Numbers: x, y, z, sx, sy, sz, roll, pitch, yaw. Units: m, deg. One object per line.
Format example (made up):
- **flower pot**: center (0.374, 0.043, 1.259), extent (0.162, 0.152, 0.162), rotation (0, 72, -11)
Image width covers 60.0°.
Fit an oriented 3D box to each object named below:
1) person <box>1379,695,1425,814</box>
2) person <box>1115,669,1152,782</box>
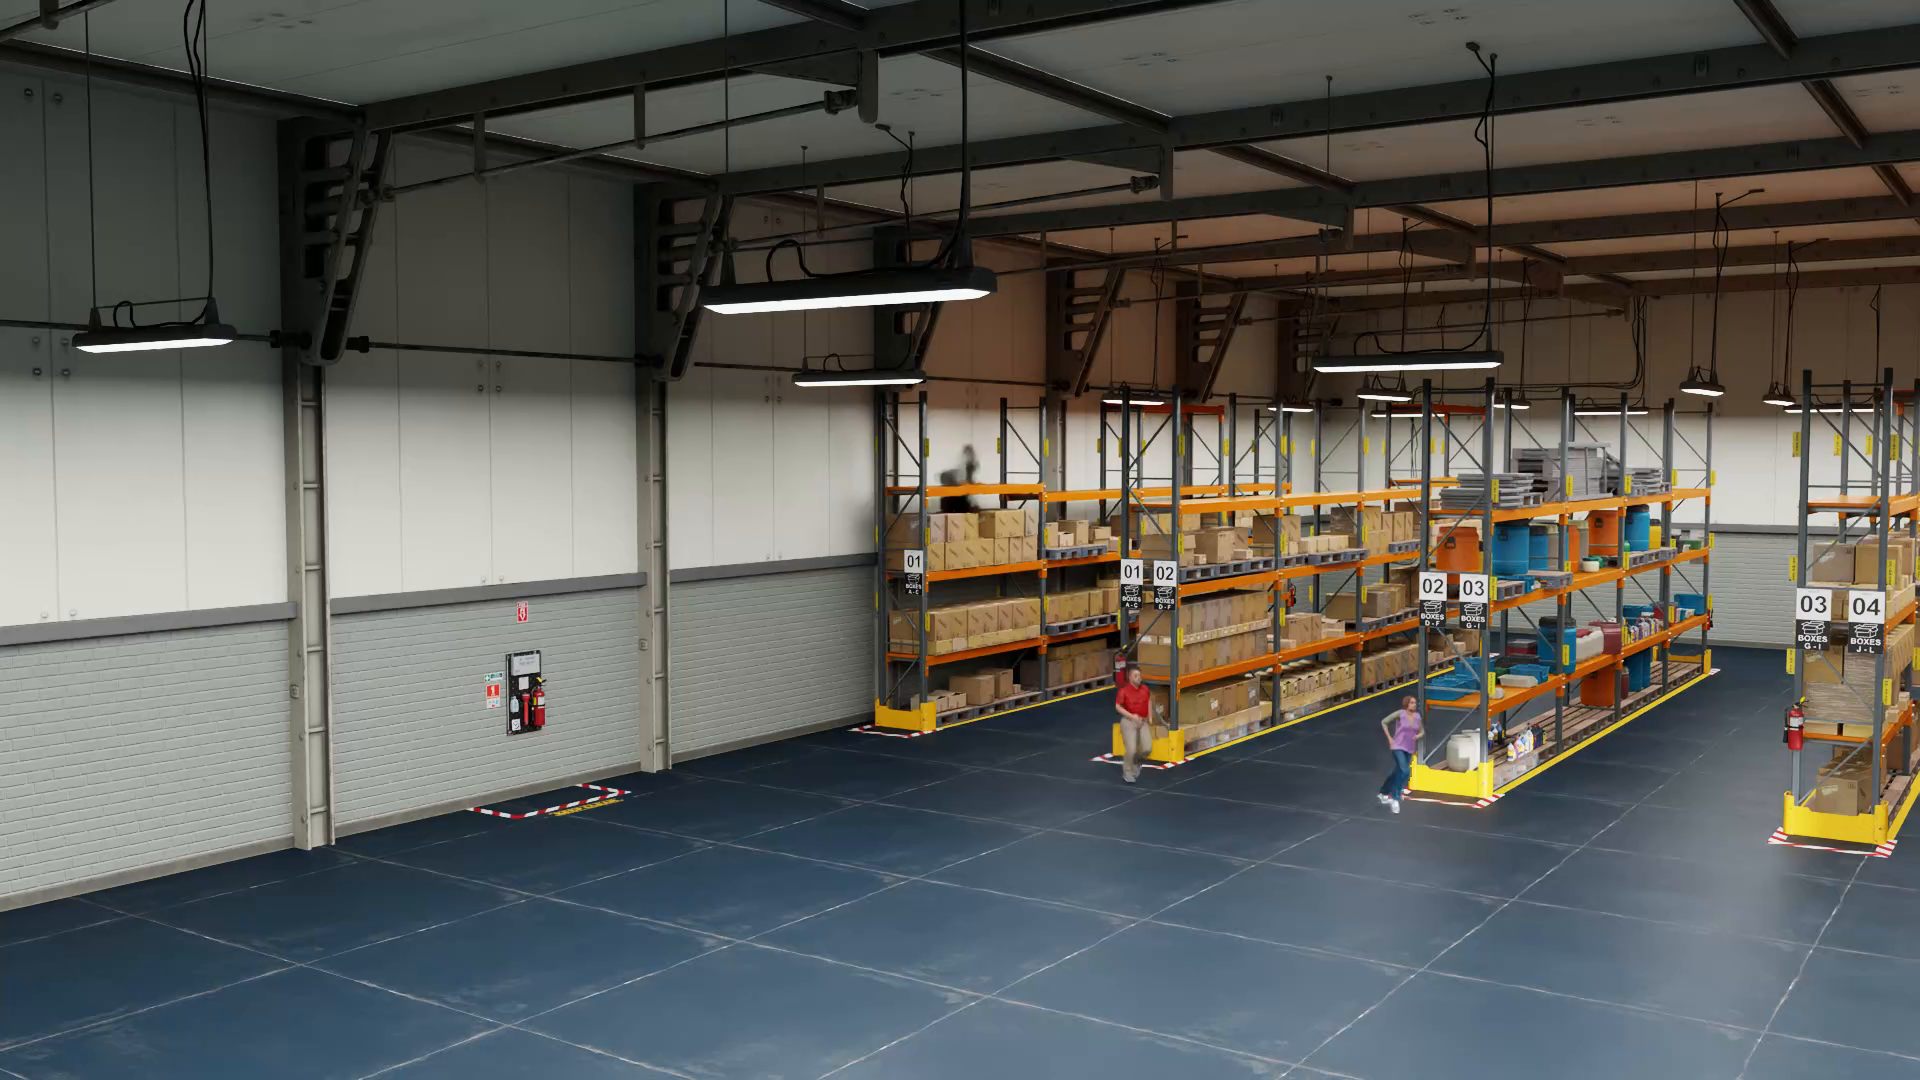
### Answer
- **person**: center (6.120, 2.930, 23.019), extent (0.540, 1.603, 0.678), rotation (-1, 3, -22)
- **person**: center (2.652, 2.768, 24.838), extent (0.699, 1.691, 0.609), rotation (-2, 4, -26)
